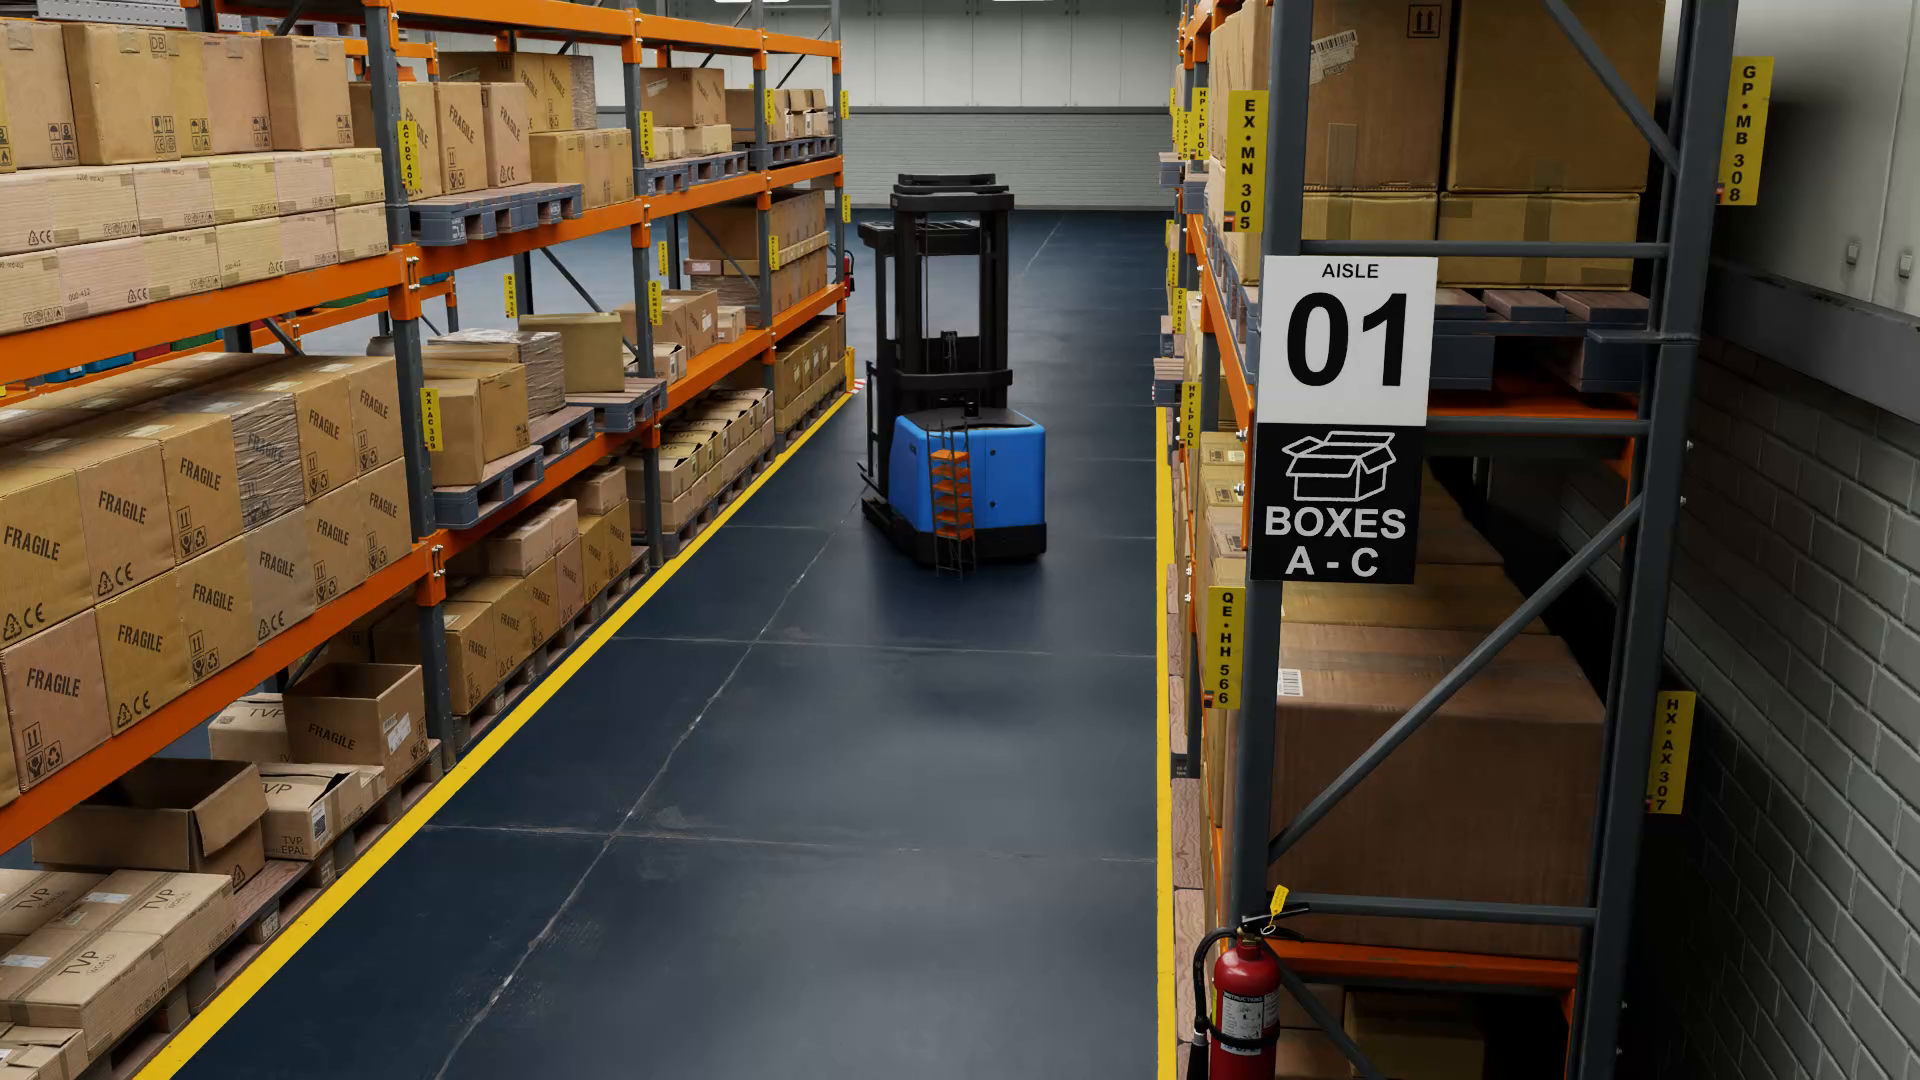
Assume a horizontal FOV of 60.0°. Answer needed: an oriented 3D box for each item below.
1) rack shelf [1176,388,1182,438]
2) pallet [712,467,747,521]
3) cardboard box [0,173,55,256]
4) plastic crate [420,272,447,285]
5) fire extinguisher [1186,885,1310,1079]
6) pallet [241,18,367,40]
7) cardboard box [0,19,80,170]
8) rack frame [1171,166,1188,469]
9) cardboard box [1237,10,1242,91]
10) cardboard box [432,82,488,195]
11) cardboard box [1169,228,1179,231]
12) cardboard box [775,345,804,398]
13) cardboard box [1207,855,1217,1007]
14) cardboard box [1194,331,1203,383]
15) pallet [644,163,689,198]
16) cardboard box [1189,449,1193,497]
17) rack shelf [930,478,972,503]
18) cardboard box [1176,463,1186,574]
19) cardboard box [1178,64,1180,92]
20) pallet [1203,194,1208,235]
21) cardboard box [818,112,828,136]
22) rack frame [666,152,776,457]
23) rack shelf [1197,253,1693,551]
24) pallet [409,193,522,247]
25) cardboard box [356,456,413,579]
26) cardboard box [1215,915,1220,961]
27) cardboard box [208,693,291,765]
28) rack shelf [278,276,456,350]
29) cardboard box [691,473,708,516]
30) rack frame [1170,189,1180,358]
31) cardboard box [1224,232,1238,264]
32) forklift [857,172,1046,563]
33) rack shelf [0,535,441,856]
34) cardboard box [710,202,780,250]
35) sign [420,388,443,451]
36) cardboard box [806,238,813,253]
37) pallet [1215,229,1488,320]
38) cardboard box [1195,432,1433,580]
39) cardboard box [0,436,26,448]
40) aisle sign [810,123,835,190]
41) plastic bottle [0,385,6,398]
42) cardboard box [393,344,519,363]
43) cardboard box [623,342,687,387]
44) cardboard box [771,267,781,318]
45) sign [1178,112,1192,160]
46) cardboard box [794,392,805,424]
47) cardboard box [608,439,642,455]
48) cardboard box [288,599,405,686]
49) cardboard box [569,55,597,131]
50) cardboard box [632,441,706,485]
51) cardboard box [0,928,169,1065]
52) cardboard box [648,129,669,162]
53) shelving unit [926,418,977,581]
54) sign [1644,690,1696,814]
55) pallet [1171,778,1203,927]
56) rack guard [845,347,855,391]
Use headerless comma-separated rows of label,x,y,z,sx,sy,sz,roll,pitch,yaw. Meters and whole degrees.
rack shelf,2.341,-1.278,14.019,1.077,0.370,4.000,2,15,6
pallet,-2.535,-0.433,14.859,1.003,0.211,1.213,2,15,6
cardboard box,-3.330,-1.048,5.376,0.500,0.250,0.500,2,15,6
plastic crate,-6.585,-3.263,20.266,0.499,0.251,0.616,2,15,6
fire extinguisher,0.737,1.211,4.298,0.296,0.674,0.183,2,15,6
pallet,-7.076,-5.579,18.184,1.003,0.211,1.213,2,15,6
cardboard box,-3.577,-1.549,5.791,0.700,0.500,0.500,2,15,6
rack frame,2.567,-2.144,15.844,1.000,3.000,0.127,2,15,6
cardboard box,1.092,-1.347,5.006,0.500,0.500,0.500,2,15,8
cardboard box,-3.076,-2.264,9.352,0.600,0.600,0.600,2,15,6
cardboard box,2.600,-3.238,18.701,0.500,0.500,0.500,2,15,6
cardboard box,-1.944,-1.767,17.477,0.500,0.500,0.500,2,15,6
cardboard box,1.305,1.528,6.250,0.700,0.500,0.500,1,15,4
cardboard box,1.587,-1.026,9.472,0.500,0.250,0.500,2,15,7
pallet,-2.819,-2.787,12.837,1.213,0.211,1.003,2,15,9
cardboard box,1.513,-0.530,9.076,0.500,0.500,0.500,2,15,7
rack shelf,-0.067,-0.369,12.412,0.258,0.103,0.180,11,25,34
cardboard box,1.902,-0.084,11.542,0.750,0.750,0.750,1,15,6
cardboard box,2.406,-4.413,16.346,0.500,0.500,0.500,3,15,9
pallet,1.719,-1.664,8.688,0.805,0.209,1.217,1,15,4
cardboard box,-1.772,-4.666,18.638,0.500,0.250,0.500,2,15,6
rack frame,-2.356,-2.289,16.380,1.000,3.000,0.127,2,15,6
rack shelf,1.438,-0.651,5.954,1.077,0.370,4.000,2,15,6
pallet,-3.115,-1.738,8.957,1.213,0.211,1.003,2,15,6
cardboard box,-3.060,-0.125,8.186,0.500,0.500,0.500,2,15,7
cardboard box,1.054,1.370,5.591,0.380,0.149,0.250,2,15,8
cardboard box,-3.521,0.974,8.621,0.500,0.311,0.500,2,15,6
rack shelf,-7.051,-2.607,18.935,1.077,0.370,4.000,2,15,6
cardboard box,-2.400,-0.384,13.800,0.500,0.250,0.500,1,15,5
rack frame,3.018,-3.181,19.680,1.000,3.000,0.127,2,15,6
cardboard box,1.089,-0.991,5.124,0.500,0.250,0.500,1,15,4
forklift,-0.219,-1.582,13.898,1.130,2.935,3.031,-4,16,-15
rack shelf,-3.484,0.652,6.882,1.077,0.370,4.000,2,15,6
cardboard box,-2.256,-3.210,17.108,0.700,0.500,0.500,2,15,6
sign,-2.718,-0.618,8.541,0.100,0.325,0.005,2,15,6
cardboard box,-1.875,-3.315,18.742,0.380,0.149,0.250,2,15,8
pallet,1.421,-0.947,5.840,1.003,0.211,1.213,2,15,6
cardboard box,1.587,-0.073,7.613,0.980,0.700,0.700,2,15,7
cardboard box,-3.823,-0.096,6.165,0.500,0.500,0.500,2,15,8
aisle sign,-1.605,-4.589,19.908,0.394,0.787,0.004,2,15,6
plastic bottle,-7.350,-1.224,12.667,0.061,0.283,0.133,2,15,6
cardboard box,-3.120,-0.925,10.340,0.700,0.500,0.500,-2,15,-8
cardboard box,-2.514,-1.434,13.391,0.500,0.311,0.500,2,15,6
cardboard box,-2.259,-2.589,17.299,0.700,0.500,0.500,2,15,6
sign,1.577,-2.820,11.609,0.100,0.325,0.005,2,15,6
cardboard box,-1.941,-1.405,17.574,0.500,0.250,0.500,2,15,6
cardboard box,-2.940,-0.675,13.802,0.500,0.311,0.500,1,15,5
cardboard box,-3.487,0.644,9.480,0.500,0.500,0.500,2,15,6
cardboard box,-2.863,-3.117,11.590,0.500,0.500,0.500,2,15,6
cardboard box,-2.405,-0.661,13.749,0.500,0.311,0.500,1,15,5
cardboard box,-3.310,1.676,6.141,0.500,0.250,0.500,2,15,6
cardboard box,-2.695,-3.233,13.610,0.500,0.250,0.500,1,15,5
shelving unit,-0.062,-0.298,12.437,0.258,1.200,0.189,11,25,34
sign,1.763,0.530,4.144,0.100,0.325,0.005,2,15,6
pallet,1.501,1.472,7.813,1.003,0.211,1.213,2,15,6
rack guard,-1.902,-2.126,20.566,1.175,0.500,0.348,2,15,6
